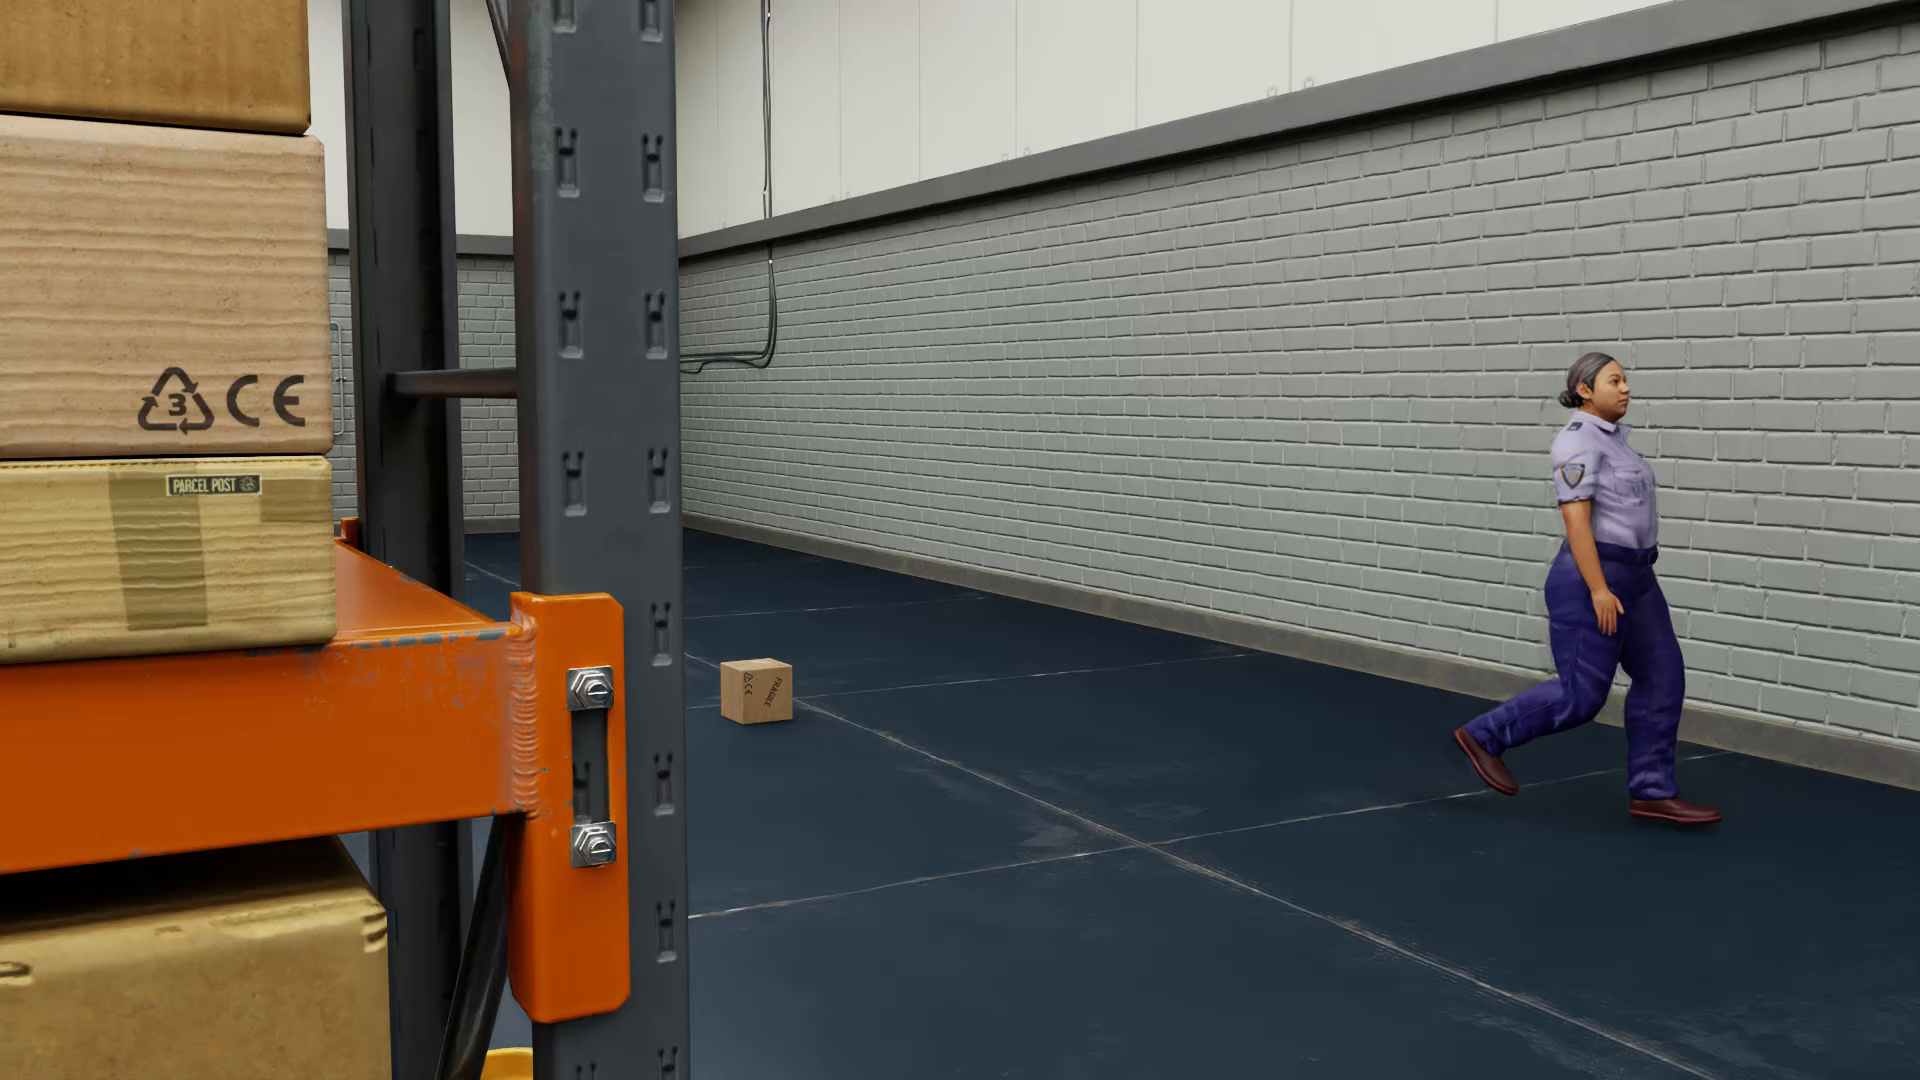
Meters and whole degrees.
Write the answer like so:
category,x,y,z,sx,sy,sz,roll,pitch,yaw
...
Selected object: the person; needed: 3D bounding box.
category,x,y,z,sx,sy,sz,roll,pitch,yaw
person,2.188,0.156,5.762,0.861,1.606,0.495,4,7,39
